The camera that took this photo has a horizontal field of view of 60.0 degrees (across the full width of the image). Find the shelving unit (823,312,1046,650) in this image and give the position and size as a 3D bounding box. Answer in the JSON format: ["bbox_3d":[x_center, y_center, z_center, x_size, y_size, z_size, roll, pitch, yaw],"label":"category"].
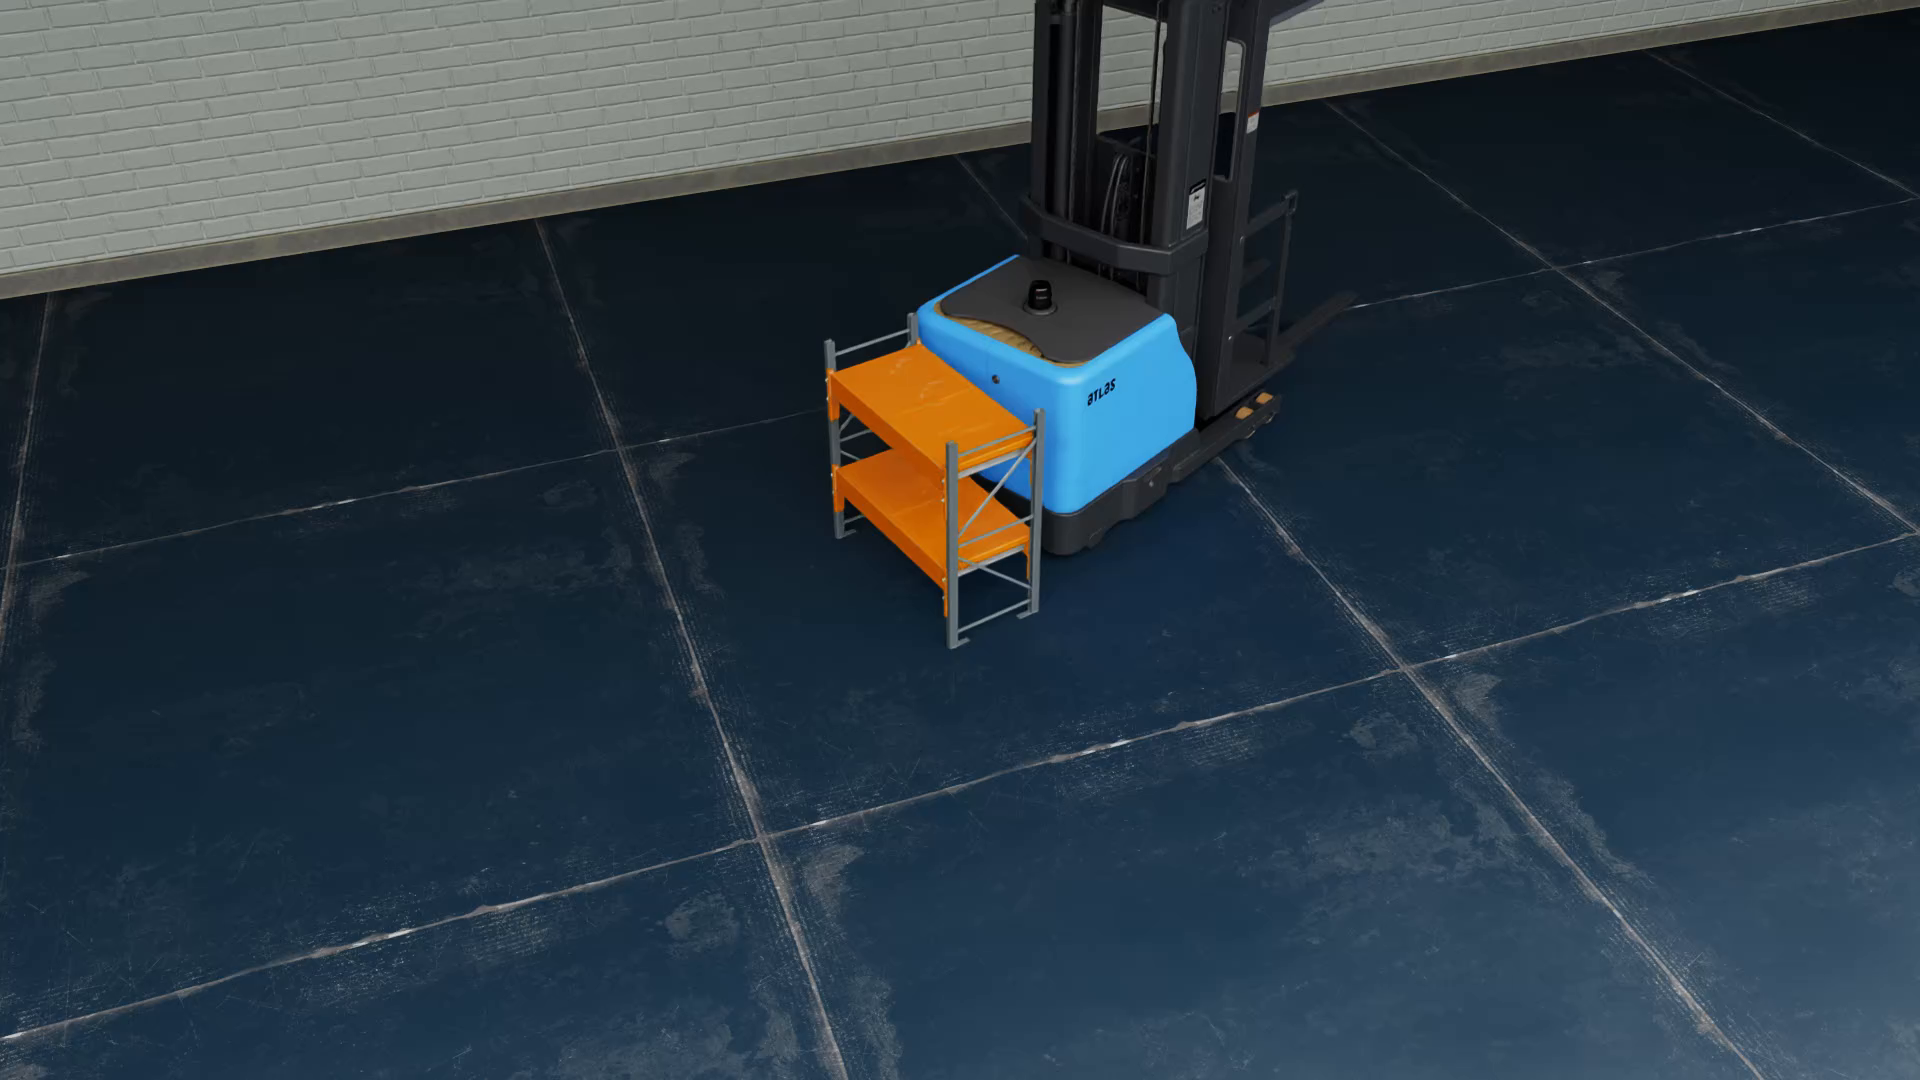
[{"bbox_3d":[-0.129,-0.288,7.758,0.538,1.125,1.048,-22,42,-27],"label":"shelving unit"}]

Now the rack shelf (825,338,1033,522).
[{"bbox_3d":[-0.129,-0.522,7.582,0.538,0.278,1.000,-22,42,-27],"label":"rack shelf"}]

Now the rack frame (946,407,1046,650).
[{"bbox_3d":[0.155,-0.035,7.421,0.500,1.125,0.032,-22,42,-27],"label":"rack frame"}]

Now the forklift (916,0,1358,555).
[{"bbox_3d":[1.117,-1.906,8.405,1.130,2.935,3.031,28,45,32],"label":"forklift"}]

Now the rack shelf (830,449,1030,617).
[{"bbox_3d":[-0.129,-0.093,7.905,0.538,0.278,1.000,-22,42,-27],"label":"rack shelf"}]

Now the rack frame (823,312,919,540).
[{"bbox_3d":[-0.413,-0.542,8.095,0.500,1.125,0.032,-22,42,-27],"label":"rack frame"}]
